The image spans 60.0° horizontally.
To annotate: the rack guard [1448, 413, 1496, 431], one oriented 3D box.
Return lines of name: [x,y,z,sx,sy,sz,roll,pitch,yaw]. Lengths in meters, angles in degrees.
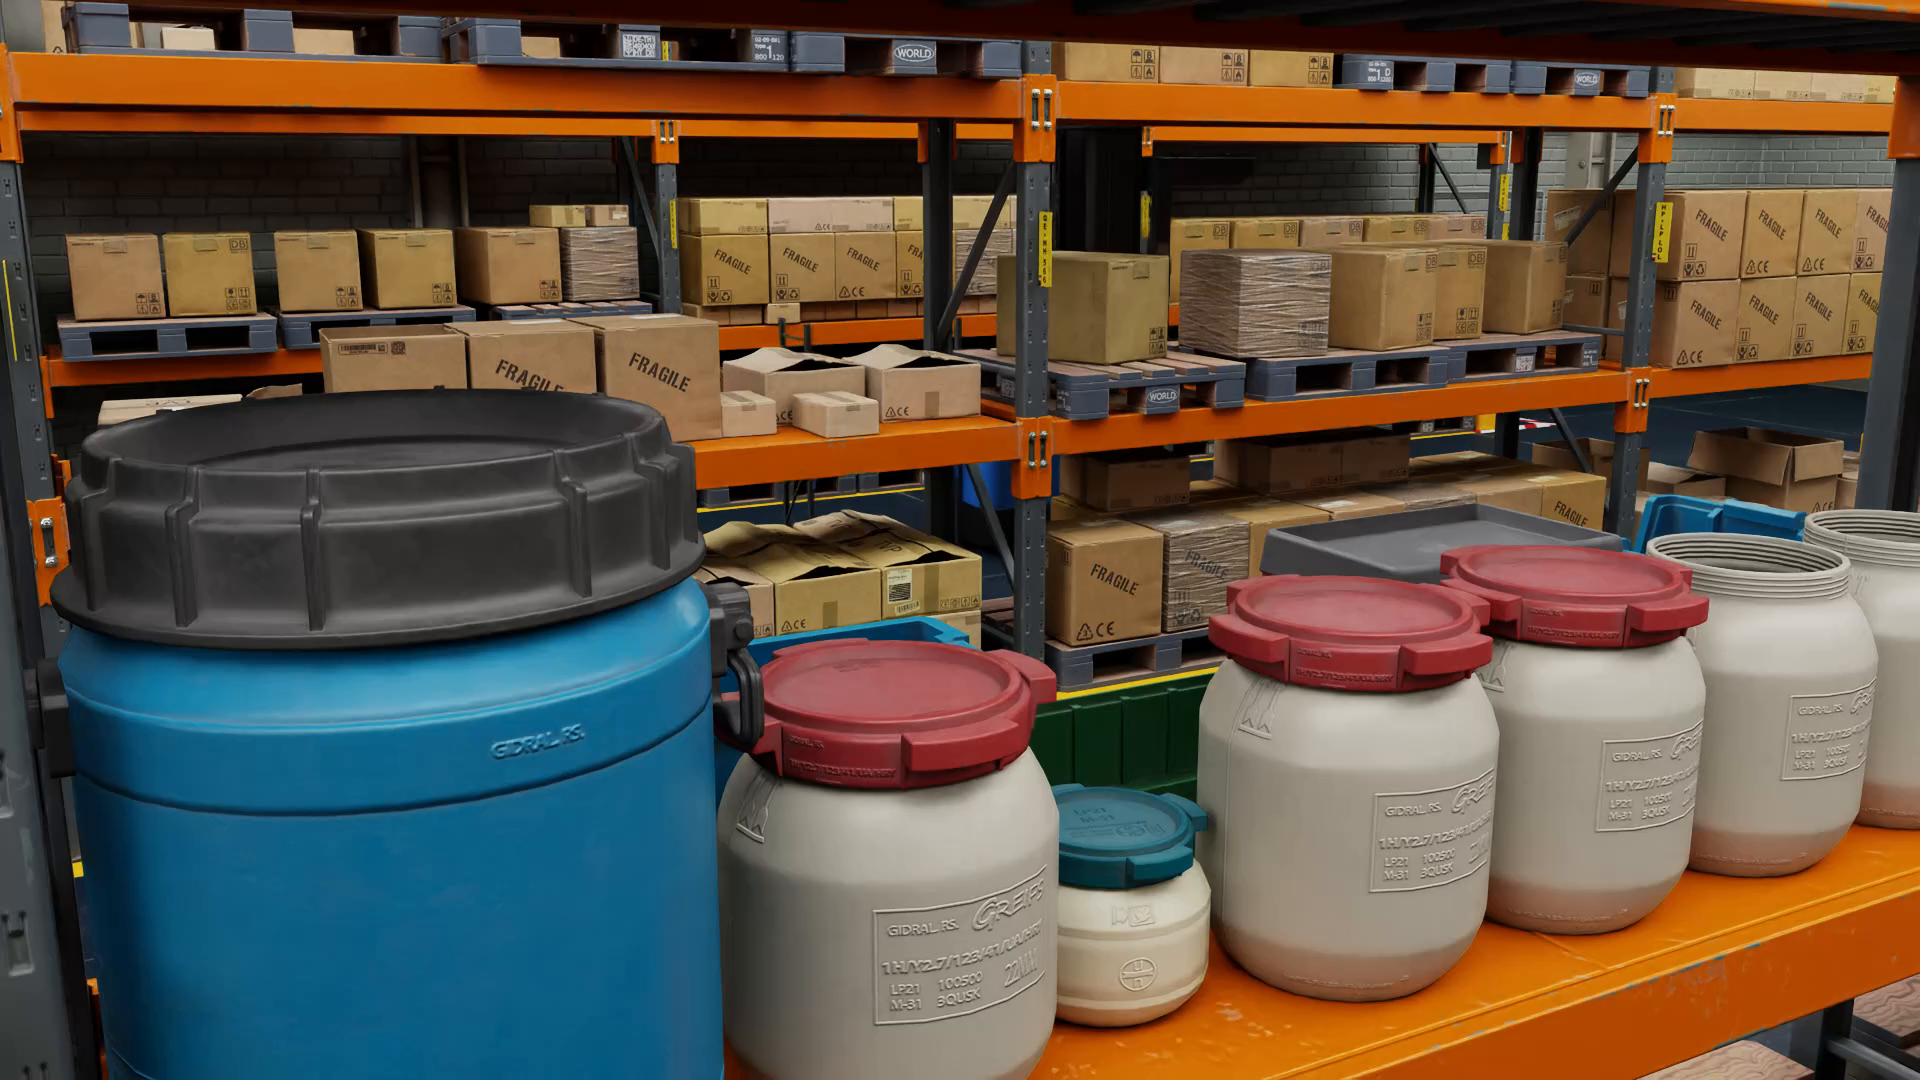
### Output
rack guard: [4.774,-1.403,16.203,0.348,0.500,1.175,-7,14,-28]

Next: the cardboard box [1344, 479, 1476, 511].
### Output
cardboard box: [2.444,-0.030,9.100,0.500,0.500,0.500,-7,14,-27]

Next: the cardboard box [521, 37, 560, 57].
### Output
cardboard box: [-3.012,-3.269,11.696,0.500,0.500,0.500,-7,14,-28]

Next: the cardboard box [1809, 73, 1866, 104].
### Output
cardboard box: [5.044,-2.742,9.973,0.500,0.250,0.500,-7,14,-28]

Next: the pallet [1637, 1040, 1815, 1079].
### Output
pallet: [1.779,1.566,3.672,1.213,0.211,1.003,-7,14,-28]

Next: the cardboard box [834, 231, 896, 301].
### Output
cardboard box: [-0.820,-2.089,12.608,0.500,0.500,0.500,-7,14,-28]

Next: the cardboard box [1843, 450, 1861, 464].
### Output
cardboard box: [6.077,-0.483,11.686,0.500,0.250,0.500,-7,14,-28]

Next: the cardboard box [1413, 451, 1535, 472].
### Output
cardboard box: [3.077,-0.236,10.016,0.500,0.500,0.500,-8,15,-30]

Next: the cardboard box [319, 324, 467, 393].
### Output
cardboard box: [-2.259,-0.585,6.648,0.500,0.500,0.500,-6,14,-24]

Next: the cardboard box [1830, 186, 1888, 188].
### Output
cardboard box: [6.158,-2.150,11.324,0.500,0.500,0.500,-7,14,-27]

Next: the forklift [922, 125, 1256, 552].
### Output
forklift: [1.297,-1.554,11.340,3.031,2.935,1.130,-6,14,-25]

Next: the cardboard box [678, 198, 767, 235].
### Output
cardboard box: [-1.722,-2.349,12.055,0.500,0.250,0.500,-6,14,-27]

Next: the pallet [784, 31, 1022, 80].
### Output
pallet: [-0.445,-2.106,7.235,1.003,0.211,1.213,-6,14,-25]

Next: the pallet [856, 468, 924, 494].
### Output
pallet: [-0.472,-0.614,13.355,1.213,0.211,1.003,-7,14,-28]

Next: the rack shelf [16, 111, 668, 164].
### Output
rack shelf: [-4.025,-2.680,10.993,4.000,0.370,1.077,-7,14,-28]

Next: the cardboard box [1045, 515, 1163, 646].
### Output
cardboard box: [0.644,0.188,8.132,0.500,0.500,0.500,-6,14,-25]

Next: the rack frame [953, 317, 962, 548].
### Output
rack frame: [-0.112,-0.723,10.907,0.032,1.500,0.500,-6,14,-25]

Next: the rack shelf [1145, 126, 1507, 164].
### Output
rack shelf: [2.997,-3.522,14.732,4.000,0.370,1.077,-7,14,-28]

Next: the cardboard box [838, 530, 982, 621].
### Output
cardboard box: [-0.234,0.142,7.676,0.500,0.311,0.500,-6,14,-26]

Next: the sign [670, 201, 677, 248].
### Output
sign: [-2.001,-2.201,11.599,0.005,0.325,0.100,-7,14,-28]

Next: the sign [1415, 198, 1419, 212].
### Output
sign: [4.492,-3.188,16.292,0.005,0.325,0.100,-7,14,-28]

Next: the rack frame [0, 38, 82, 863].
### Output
rack frame: [-3.403,-0.403,6.068,0.127,3.000,1.000,-7,14,-28]

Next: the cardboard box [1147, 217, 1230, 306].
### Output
cardboard box: [1.726,-2.399,14.255,0.700,0.700,0.980,-7,14,-27]

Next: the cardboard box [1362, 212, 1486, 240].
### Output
cardboard box: [4.310,-2.710,15.638,0.700,0.700,0.980,-6,14,-25]

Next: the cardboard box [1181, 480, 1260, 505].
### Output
cardboard box: [1.270,-0.017,9.044,0.500,0.500,0.500,-7,15,-30]

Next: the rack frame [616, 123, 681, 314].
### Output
rack frame: [-2.269,-1.778,12.178,0.127,3.000,1.000,-7,14,-28]

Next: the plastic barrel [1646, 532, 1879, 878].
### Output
plastic barrel: [1.307,0.270,2.821,0.421,0.512,0.421,0,13,0]

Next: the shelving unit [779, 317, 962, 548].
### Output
shelving unit: [-0.570,-0.675,10.692,1.048,1.500,0.538,-6,14,-25]

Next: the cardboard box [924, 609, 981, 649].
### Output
cardboard box: [-0.237,0.415,7.739,0.500,0.250,0.500,-6,14,-27]

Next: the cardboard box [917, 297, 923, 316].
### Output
cardboard box: [-0.294,-1.845,13.002,0.250,0.149,0.380,-6,14,-26]

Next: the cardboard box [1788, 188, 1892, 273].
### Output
cardboard box: [5.524,-1.939,10.390,0.500,0.500,0.500,-6,14,-26]

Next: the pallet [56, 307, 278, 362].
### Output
pallet: [-5.040,-1.316,10.562,1.213,0.211,1.003,-7,14,-28]

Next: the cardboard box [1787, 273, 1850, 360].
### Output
cardboard box: [5.084,-1.401,10.276,0.500,0.500,0.500,-7,14,-28]

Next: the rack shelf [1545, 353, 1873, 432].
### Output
rack shelf: [5.374,-1.104,10.822,4.000,0.370,1.077,-7,14,-28]

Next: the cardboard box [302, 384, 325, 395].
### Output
cardboard box: [-4.302,-0.901,11.266,0.500,0.250,0.500,-7,15,-29]

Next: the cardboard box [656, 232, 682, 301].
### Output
cardboard box: [-1.981,-2.082,12.579,0.500,0.500,0.500,-7,14,-28]

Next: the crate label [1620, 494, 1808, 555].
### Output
crate label: [1.476,0.166,3.458,0.616,0.435,0.502,-7,14,-28]

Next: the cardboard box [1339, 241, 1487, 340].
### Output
cardboard box: [2.522,-1.407,9.345,0.500,0.500,0.700,-4,13,-19]

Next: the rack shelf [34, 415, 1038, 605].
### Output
rack shelf: [-1.648,-0.262,7.082,4.000,0.370,1.077,-7,14,-28]

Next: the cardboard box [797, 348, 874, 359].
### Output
cardboard box: [-0.789,-1.077,13.003,0.750,0.750,0.750,-7,14,-28]

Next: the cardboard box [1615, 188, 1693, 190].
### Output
cardboard box: [4.387,-1.939,10.387,0.500,0.500,0.500,-7,15,-29]

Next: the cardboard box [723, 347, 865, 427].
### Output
cardboard box: [-0.770,-0.724,7.695,0.500,0.311,0.500,-7,14,-29]

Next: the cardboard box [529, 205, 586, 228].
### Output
cardboard box: [-2.833,-2.279,11.697,0.250,0.149,0.380,-10,16,-37]

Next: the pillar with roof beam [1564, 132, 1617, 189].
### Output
pillar with roof beam: [8.771,-5.168,13.575,0.400,9.000,9.100,-7,14,-28]

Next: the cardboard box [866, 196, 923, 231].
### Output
cardboard box: [-0.394,-2.511,12.774,0.500,0.250,0.500,-7,15,-29]

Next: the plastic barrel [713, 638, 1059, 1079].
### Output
plastic barrel: [-0.089,0.427,2.069,0.433,0.535,0.433,0,13,0]

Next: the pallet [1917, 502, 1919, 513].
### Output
pallet: [6.363,-0.213,11.575,1.213,0.211,1.003,-7,14,-28]

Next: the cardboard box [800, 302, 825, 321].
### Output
cardboard box: [-1.209,-1.742,12.544,0.250,0.149,0.380,-7,14,-28]

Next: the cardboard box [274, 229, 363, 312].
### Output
cardboard box: [-4.260,-1.800,11.047,0.500,0.500,0.700,-5,14,-20]
